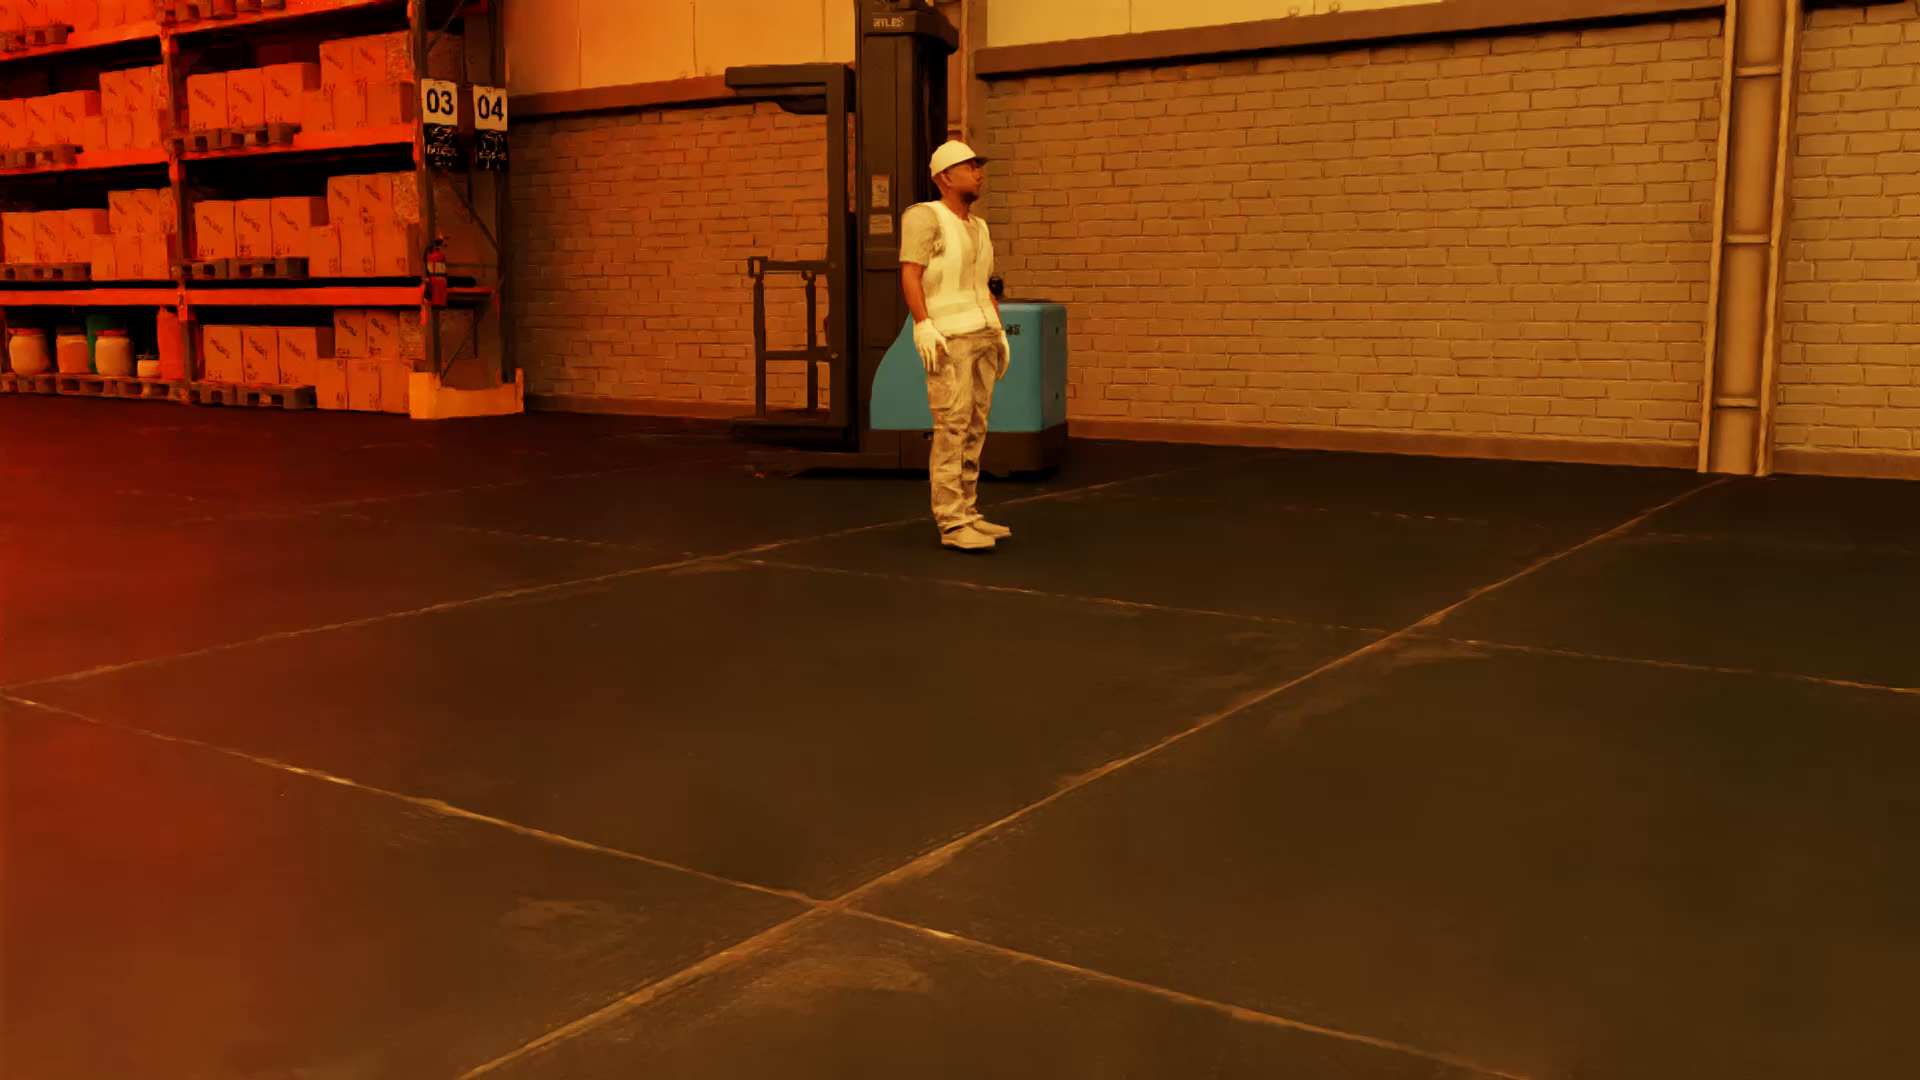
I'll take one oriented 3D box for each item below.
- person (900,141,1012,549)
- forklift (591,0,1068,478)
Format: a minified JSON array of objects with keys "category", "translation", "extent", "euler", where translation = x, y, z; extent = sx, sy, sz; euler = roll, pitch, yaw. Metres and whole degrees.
[{"category":"person","translation":[0.055,-0.883,7.431],"extent":[0.576,1.782,0.655],"euler":[5,10,34]},{"category":"forklift","translation":[-0.866,-1.913,10.647],"extent":[3.031,2.935,1.130],"euler":[2,8,14]}]
